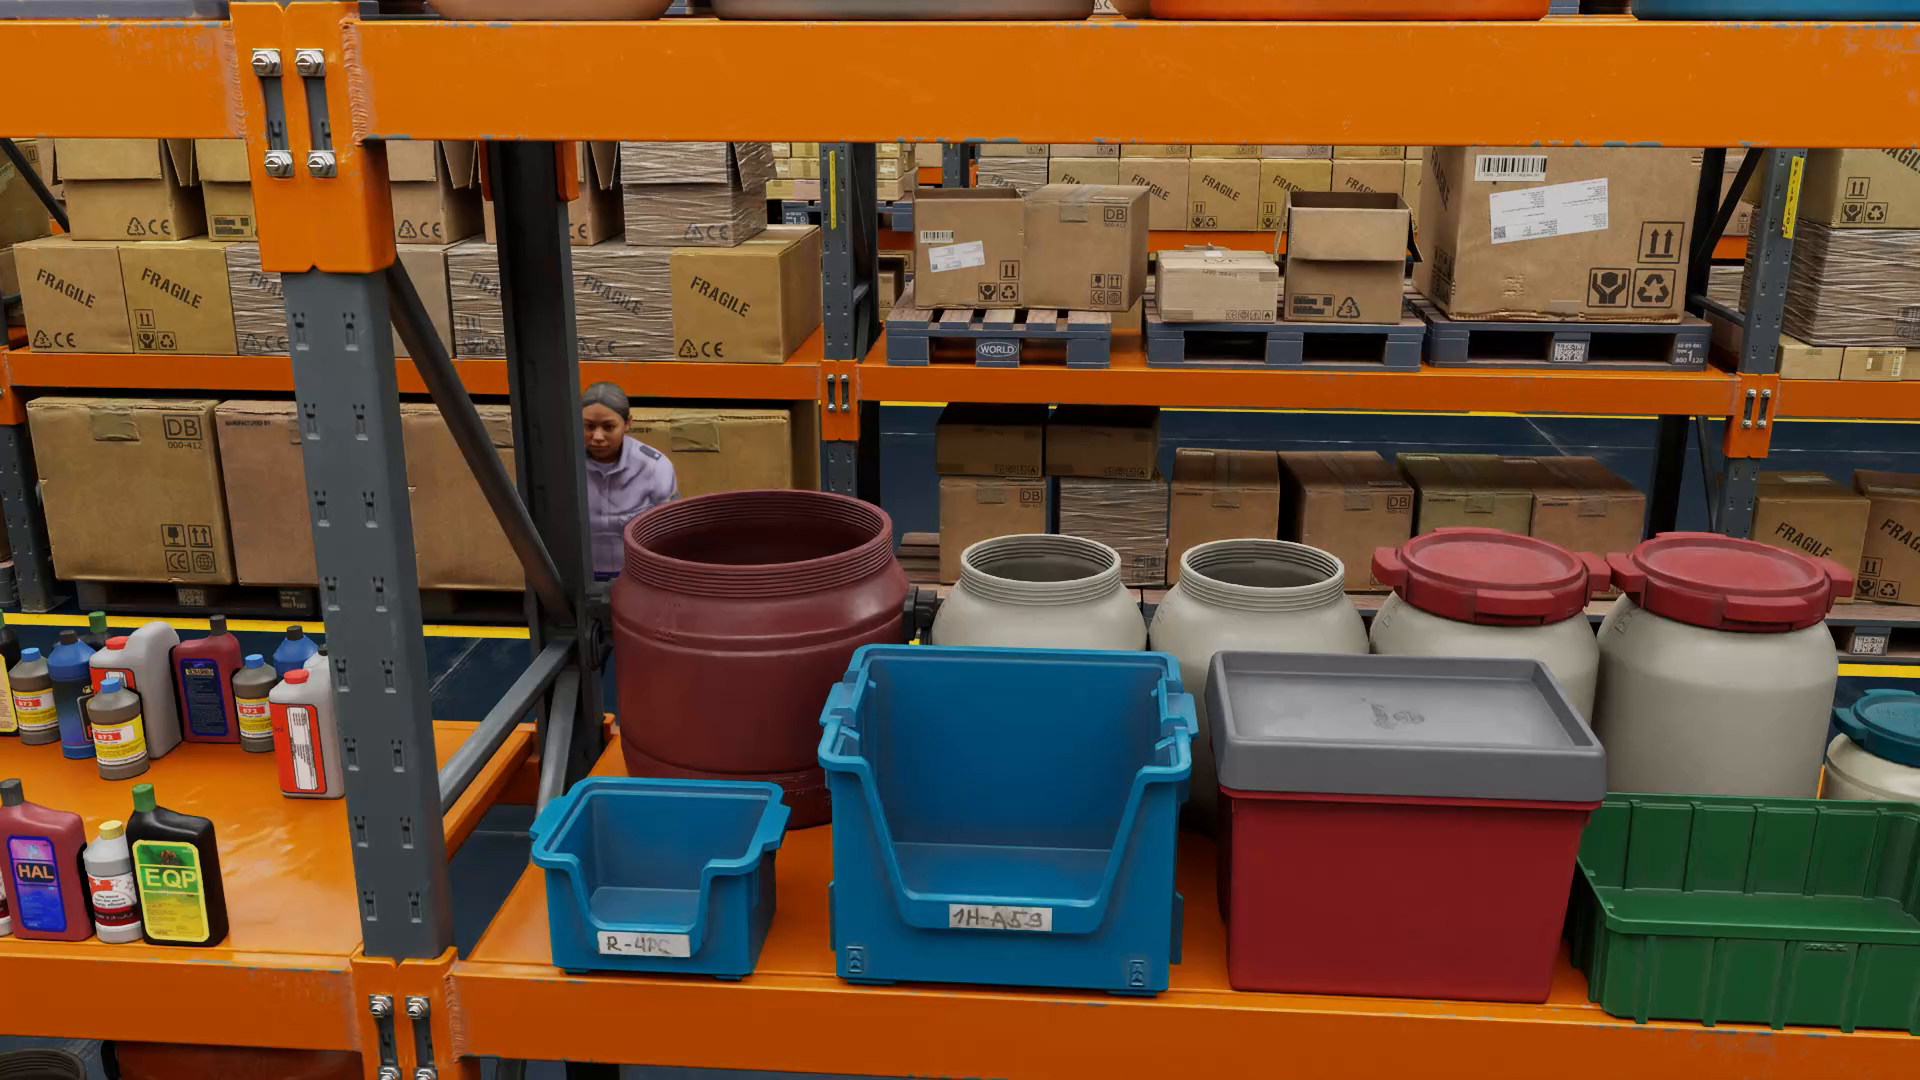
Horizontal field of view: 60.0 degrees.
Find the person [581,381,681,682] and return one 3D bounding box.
[{"bbox_3d":[-1.213,0.241,5.807,0.548,1.650,0.375,0,18,2],"label":"person"}]
